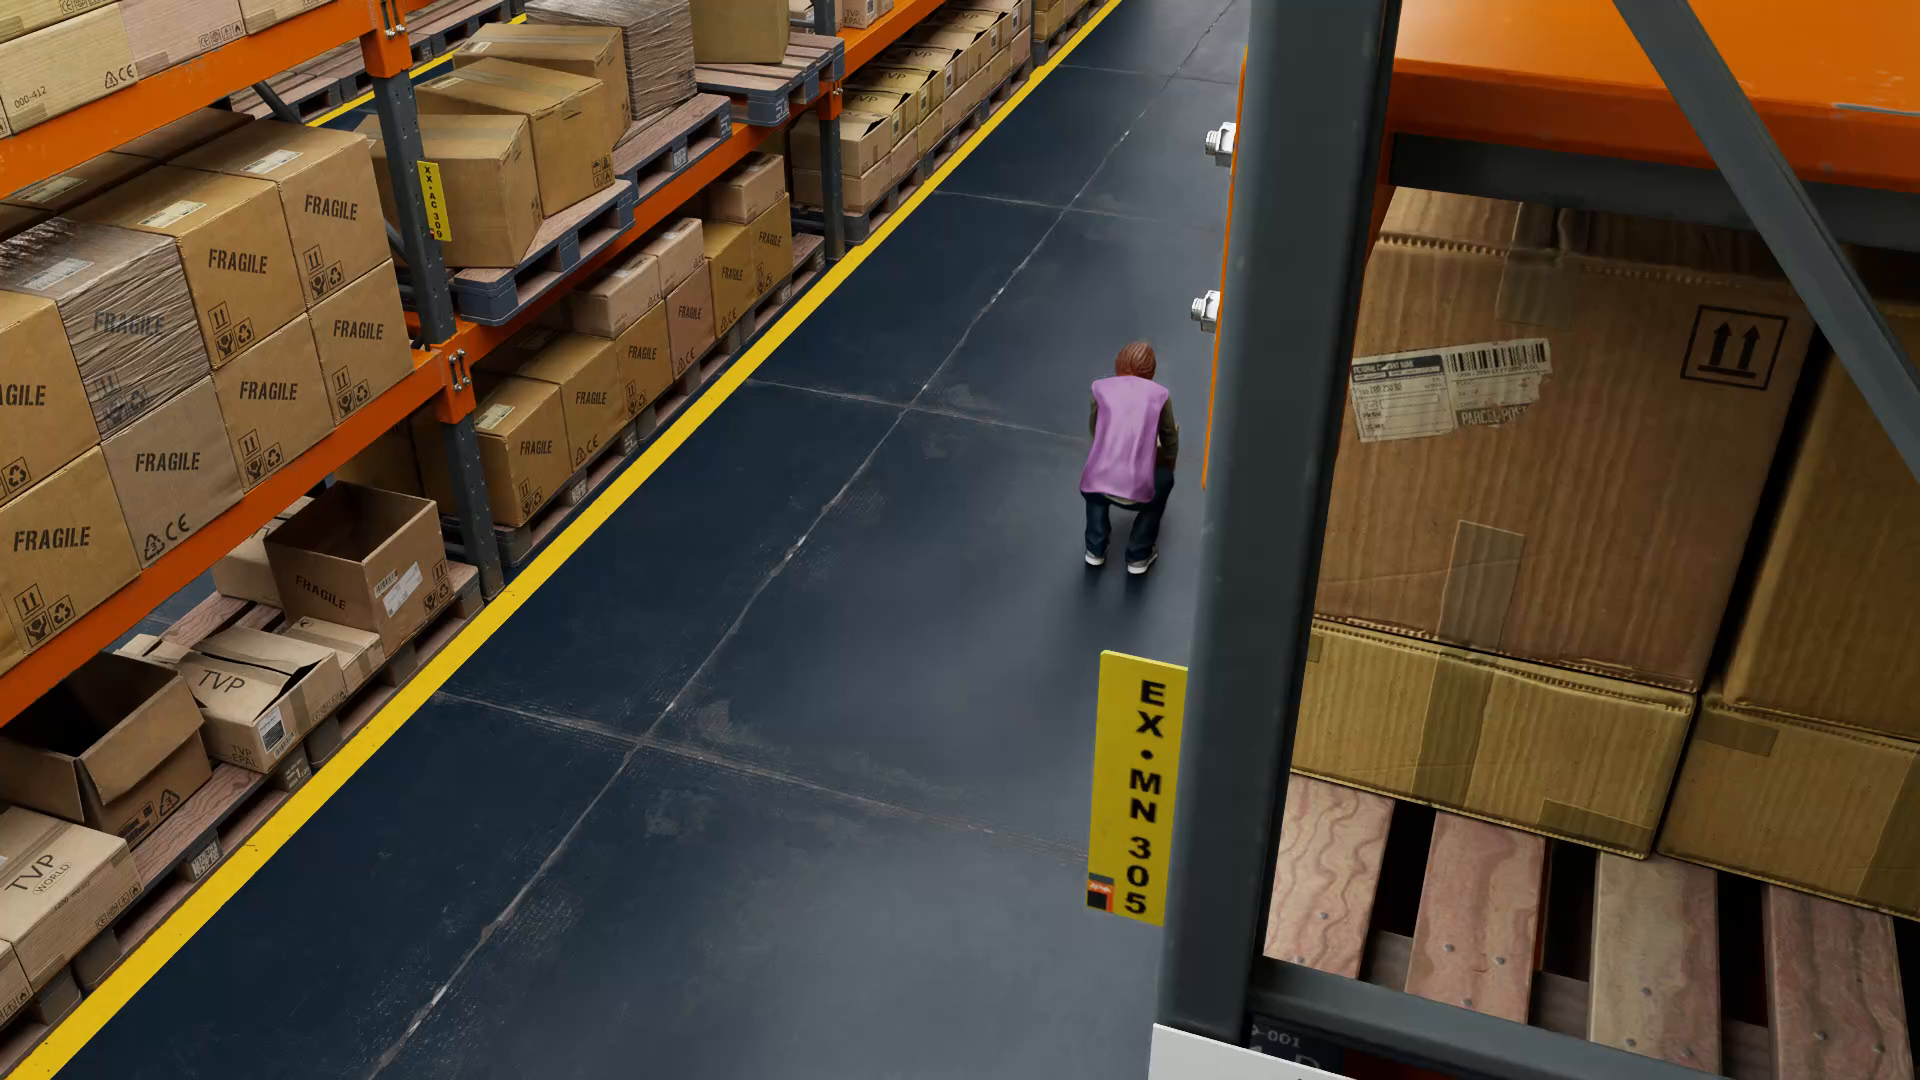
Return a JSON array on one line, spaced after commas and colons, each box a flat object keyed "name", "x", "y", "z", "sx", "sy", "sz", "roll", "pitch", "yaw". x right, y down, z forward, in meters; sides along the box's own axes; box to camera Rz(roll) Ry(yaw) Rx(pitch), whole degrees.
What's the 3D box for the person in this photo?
[{"name": "person", "x": 0.770, "y": -0.359, "z": 7.775, "sx": 0.452, "sy": 0.948, "sz": 0.779, "roll": 11, "pitch": 35, "yaw": 16}]
